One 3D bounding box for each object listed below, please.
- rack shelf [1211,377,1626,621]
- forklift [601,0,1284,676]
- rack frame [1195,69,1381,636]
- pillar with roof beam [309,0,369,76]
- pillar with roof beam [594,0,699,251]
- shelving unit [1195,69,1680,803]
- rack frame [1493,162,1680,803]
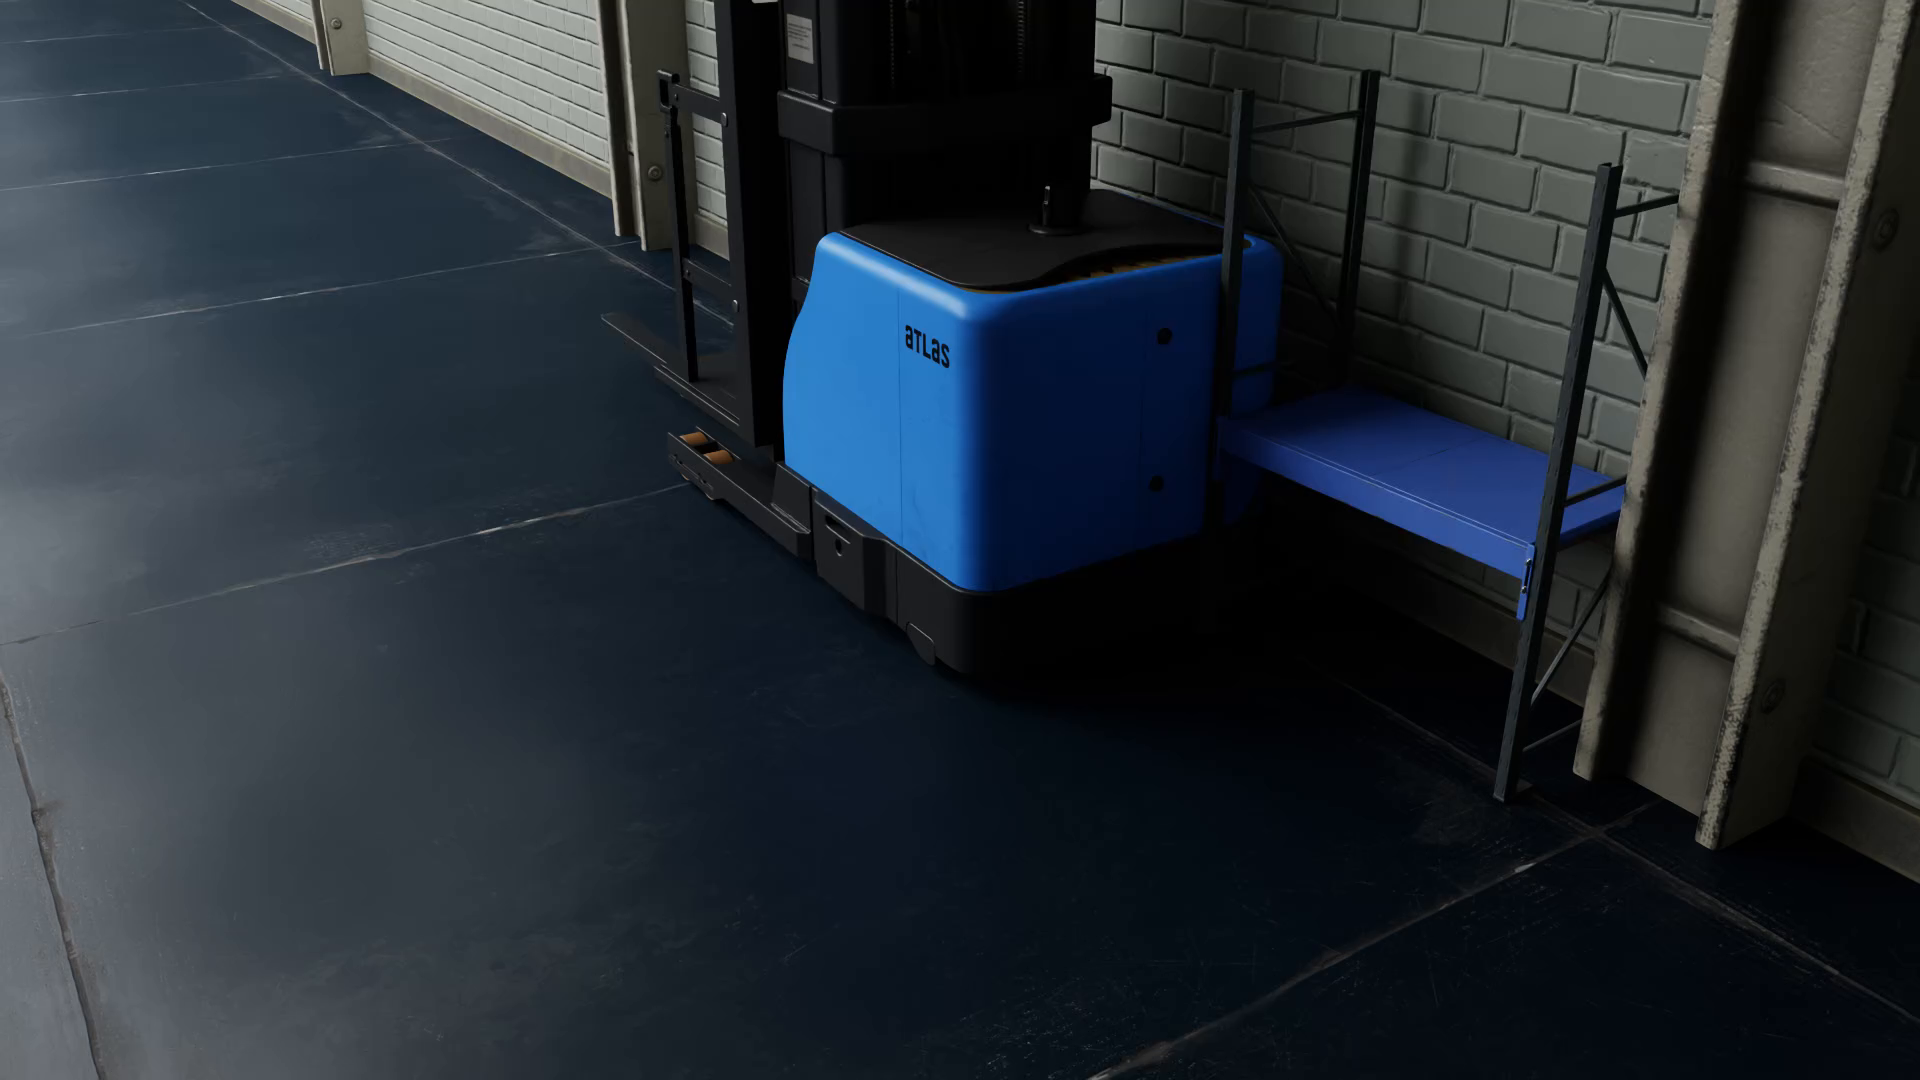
[{"bbox_3d":[1.176,-0.138,4.196,0.538,0.185,1.000,-17,30,-32],"label":"rack shelf"},{"bbox_3d":[-0.338,-1.552,5.105,1.130,2.935,3.031,-15,29,-29],"label":"forklift"},{"bbox_3d":[0.875,-0.476,4.490,0.500,1.500,0.032,-17,30,-32],"label":"rack frame"},{"bbox_3d":[-8.430,-6.760,9.029,9.100,9.000,0.400,-16,29,-30],"label":"pillar with roof beam"},{"bbox_3d":[-5.155,-4.614,4.483,9.100,9.000,0.400,-16,29,-30],"label":"pillar with roof beam"},{"bbox_3d":[1.176,-0.301,4.119,0.538,1.500,1.048,-17,30,-32],"label":"shelving unit"},{"bbox_3d":[1.476,-0.125,3.749,0.500,1.500,0.032,-17,30,-32],"label":"rack frame"}]
